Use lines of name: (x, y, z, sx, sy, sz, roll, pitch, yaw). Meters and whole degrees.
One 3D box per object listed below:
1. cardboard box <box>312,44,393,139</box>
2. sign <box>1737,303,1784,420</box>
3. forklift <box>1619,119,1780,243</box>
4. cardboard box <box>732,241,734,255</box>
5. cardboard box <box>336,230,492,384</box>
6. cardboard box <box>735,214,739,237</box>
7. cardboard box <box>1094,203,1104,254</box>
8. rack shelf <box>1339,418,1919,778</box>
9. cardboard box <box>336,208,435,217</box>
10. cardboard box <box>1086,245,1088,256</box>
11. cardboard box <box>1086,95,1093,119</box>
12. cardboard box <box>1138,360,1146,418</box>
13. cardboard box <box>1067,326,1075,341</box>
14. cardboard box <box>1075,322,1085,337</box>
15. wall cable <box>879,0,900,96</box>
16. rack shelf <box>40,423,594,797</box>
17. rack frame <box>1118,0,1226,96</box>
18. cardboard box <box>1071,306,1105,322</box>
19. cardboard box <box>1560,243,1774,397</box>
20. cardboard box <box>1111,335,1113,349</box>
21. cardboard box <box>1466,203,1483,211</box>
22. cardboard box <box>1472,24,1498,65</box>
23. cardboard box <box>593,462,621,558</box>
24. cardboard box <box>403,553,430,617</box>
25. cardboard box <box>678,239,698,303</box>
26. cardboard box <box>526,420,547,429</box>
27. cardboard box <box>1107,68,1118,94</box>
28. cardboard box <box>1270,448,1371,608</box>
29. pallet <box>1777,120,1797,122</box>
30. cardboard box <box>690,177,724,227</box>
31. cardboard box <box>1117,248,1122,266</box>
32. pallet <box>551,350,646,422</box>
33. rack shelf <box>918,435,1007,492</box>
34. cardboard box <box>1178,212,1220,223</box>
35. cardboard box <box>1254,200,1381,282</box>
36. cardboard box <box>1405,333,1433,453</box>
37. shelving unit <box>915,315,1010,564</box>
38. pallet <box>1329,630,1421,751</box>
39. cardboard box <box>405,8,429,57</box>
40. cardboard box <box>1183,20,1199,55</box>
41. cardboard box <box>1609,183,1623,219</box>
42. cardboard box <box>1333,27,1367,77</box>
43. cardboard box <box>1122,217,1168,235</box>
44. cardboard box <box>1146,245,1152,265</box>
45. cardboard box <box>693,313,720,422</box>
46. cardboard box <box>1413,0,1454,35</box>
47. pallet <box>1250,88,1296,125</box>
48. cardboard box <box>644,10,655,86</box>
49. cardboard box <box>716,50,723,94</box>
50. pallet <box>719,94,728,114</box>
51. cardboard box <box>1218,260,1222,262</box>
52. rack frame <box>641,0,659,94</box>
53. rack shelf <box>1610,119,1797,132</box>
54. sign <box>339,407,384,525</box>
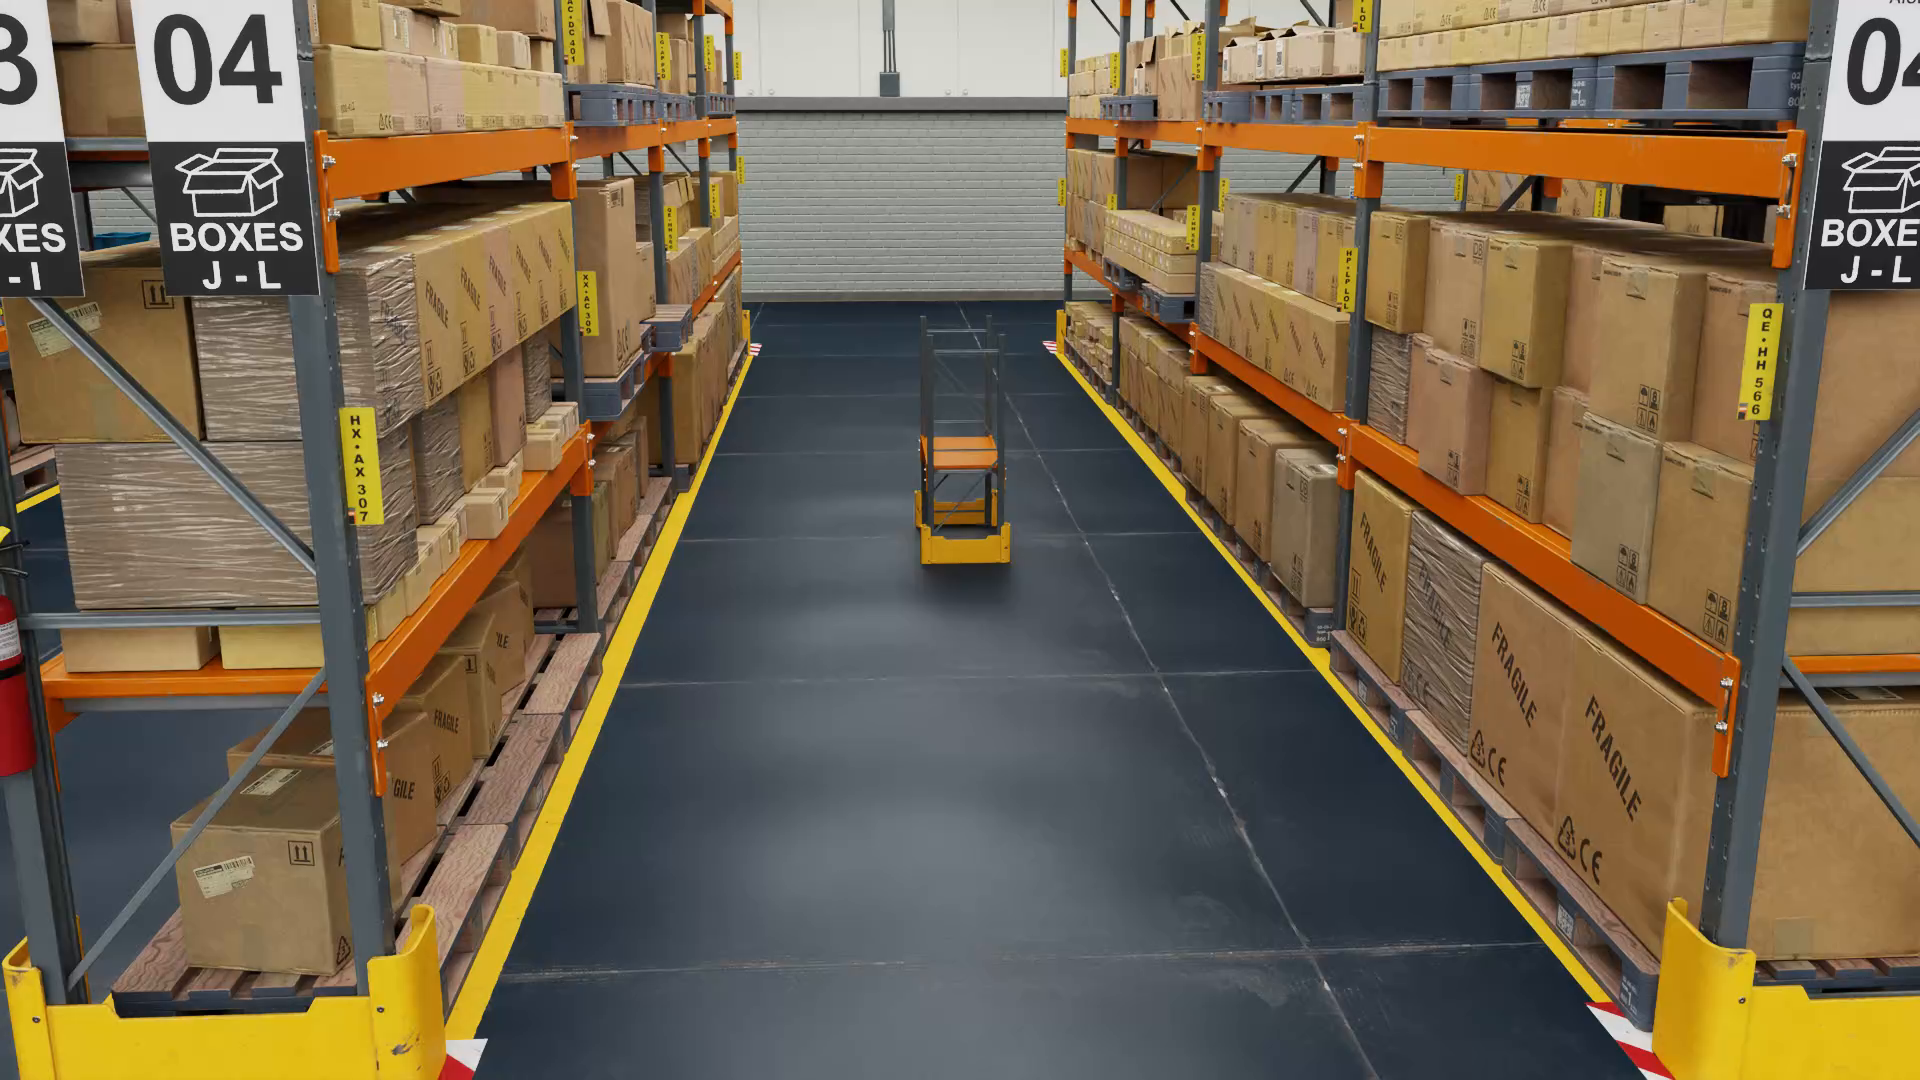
cardboard box: (-1.954, -1.277, 4.752, 0.500, 0.250, 0.500, 0, 14, -2)
sign: (2.232, -0.495, 4.632, 0.100, 0.325, 0.005, -1, 14, -3)
forklift: (4.938, -1.328, 10.806, 1.130, 2.935, 3.031, -1, 14, -4)
cardboard box: (-2.758, -3.293, 18.811, 0.380, 0.149, 0.250, -1, 14, -5)
cardboard box: (-2.000, -0.840, 5.966, 0.500, 0.500, 0.500, -1, 14, -3)
cardboard box: (-2.878, -3.707, 19.620, 0.500, 0.250, 0.500, -1, 14, -4)
cardboard box: (1.688, -3.247, 17.328, 0.500, 0.500, 0.500, -1, 14, -5)
rack shelf: (2.651, 0.026, 6.848, 1.077, 0.370, 4.000, -1, 14, -3)
cardboard box: (-2.623, -1.205, 7.384, 0.500, 0.500, 0.500, -1, 14, -3)
cardboard box: (1.629, -3.274, 18.736, 0.380, 0.149, 0.250, -1, 14, -5)
cardboard box: (1.650, -4.681, 17.981, 0.500, 0.250, 0.500, -1, 14, -4)
cardboard box: (1.893, -1.352, 14.937, 0.500, 0.500, 0.500, -1, 14, -2)
cardboard box: (1.496, -2.491, 20.068, 0.380, 0.149, 0.250, -1, 14, -2)
cardboard box: (1.531, -2.442, 19.281, 0.380, 0.149, 0.250, 0, 14, -2)
wall cable: (-0.084, -9.675, 24.615, 2.277, 5.999, 0.120, -1, 14, -3)
rack shelf: (-2.306, 0.078, 6.648, 1.077, 0.370, 4.000, -1, 14, -3)
rack frame: (2.031, -5.714, 15.677, 1.000, 3.000, 0.127, -1, 14, -3)
cardboard box: (1.502, -2.648, 19.482, 0.380, 0.149, 0.250, -1, 14, -4)
cardboard box: (2.765, -0.790, 6.109, 0.875, 0.550, 0.550, -1, 14, -3)
cardboard box: (1.749, -2.004, 16.982, 0.380, 0.149, 0.250, 0, 14, -2)
cardboard box: (6.461, -3.830, 20.192, 0.500, 0.500, 0.500, -1, 14, -4)
cardboard box: (2.291, -1.990, 6.681, 0.380, 0.149, 0.250, -1, 14, -3)
cardboard box: (-2.492, -0.182, 10.346, 0.700, 0.500, 0.500, -2, 15, -8)
cardboard box: (-1.959, 0.149, 5.432, 0.380, 0.149, 0.250, -1, 14, -3)
cardboard box: (-2.535, -2.316, 14.309, 0.500, 0.500, 0.500, -1, 14, -3)
cardboard box: (-2.162, -0.472, 7.845, 0.380, 0.149, 0.250, -1, 14, -3)
cardboard box: (1.749, -4.542, 16.438, 0.500, 0.250, 0.500, -2, 15, -6)
cardboard box: (2.399, -0.086, 9.514, 1.050, 0.750, 0.750, -1, 14, -4)
pallet: (7.120, -3.436, 13.222, 1.213, 0.211, 1.003, 0, 14, -1)
cardboard box: (-2.760, -3.567, 17.570, 0.500, 0.500, 0.500, -1, 14, -5)
cardboard box: (1.646, -2.592, 15.243, 0.380, 0.149, 0.250, -1, 14, -3)
pallet: (-2.332, -0.868, 9.263, 1.003, 0.211, 1.213, -1, 14, -3)
rack shelf: (0.005, -0.531, 11.302, 0.538, 0.185, 1.000, -1, 14, -3)
cardboard box: (2.268, -3.015, 15.693, 0.380, 0.149, 0.250, -1, 14, -5)
cardboard box: (2.364, -1.982, 11.002, 0.700, 0.500, 0.500, -1, 14, -4)
cardboard box: (2.618, -0.664, 7.787, 0.875, 0.550, 0.550, -1, 14, -3)
shelving unit: (0.005, -0.707, 11.266, 0.587, 1.500, 1.083, -1, 14, -3)
pallet: (2.496, 0.721, 8.299, 1.003, 0.211, 1.213, -1, 14, -3)
cardboard box: (-1.983, -1.675, 5.496, 0.380, 0.149, 0.250, -1, 14, -4)
cardboard box: (1.948, -3.910, 12.947, 0.396, 0.266, 0.258, -1, 14, -3)
cardboard box: (6.706, -3.329, 16.240, 0.500, 0.500, 0.500, -1, 14, -3)
cardboard box: (2.323, -2.625, 8.945, 0.500, 0.250, 0.500, -1, 14, -3)
cardboard box: (1.663, -2.815, 14.915, 0.380, 0.149, 0.250, -1, 14, -4)
cardboard box: (1.742, -2.350, 13.704, 0.380, 0.149, 0.250, -1, 14, -3)
cardboard box: (-2.810, -1.551, 14.956, 1.225, 0.875, 0.875, -1, 14, -5)
cardboard box: (2.311, -2.344, 7.258, 0.500, 0.250, 0.500, -1, 14, -4)
pallet: (2.444, -2.738, 10.508, 1.003, 0.211, 1.213, 0, 14, -1)
cardboard box: (-2.398, -3.391, 11.463, 0.500, 0.500, 0.500, -1, 14, -2)
cardboard box: (-3.088, -5.377, 19.141, 0.700, 0.500, 0.500, -2, 15, -7)
pallet: (-3.038, -4.674, 17.830, 1.003, 0.211, 1.213, -1, 14, -3)
cardboard box: (2.382, -2.278, 14.020, 0.380, 0.149, 0.250, 0, 14, -2)
rack frame: (-2.678, -4.668, 11.611, 1.000, 3.000, 0.127, -1, 14, -3)
rack shelf: (7.089, -3.518, 14.602, 1.077, 0.370, 4.000, -1, 14, -3)
sign: (-1.640, -0.201, 4.550, 0.100, 0.325, 0.005, -1, 14, -3)
